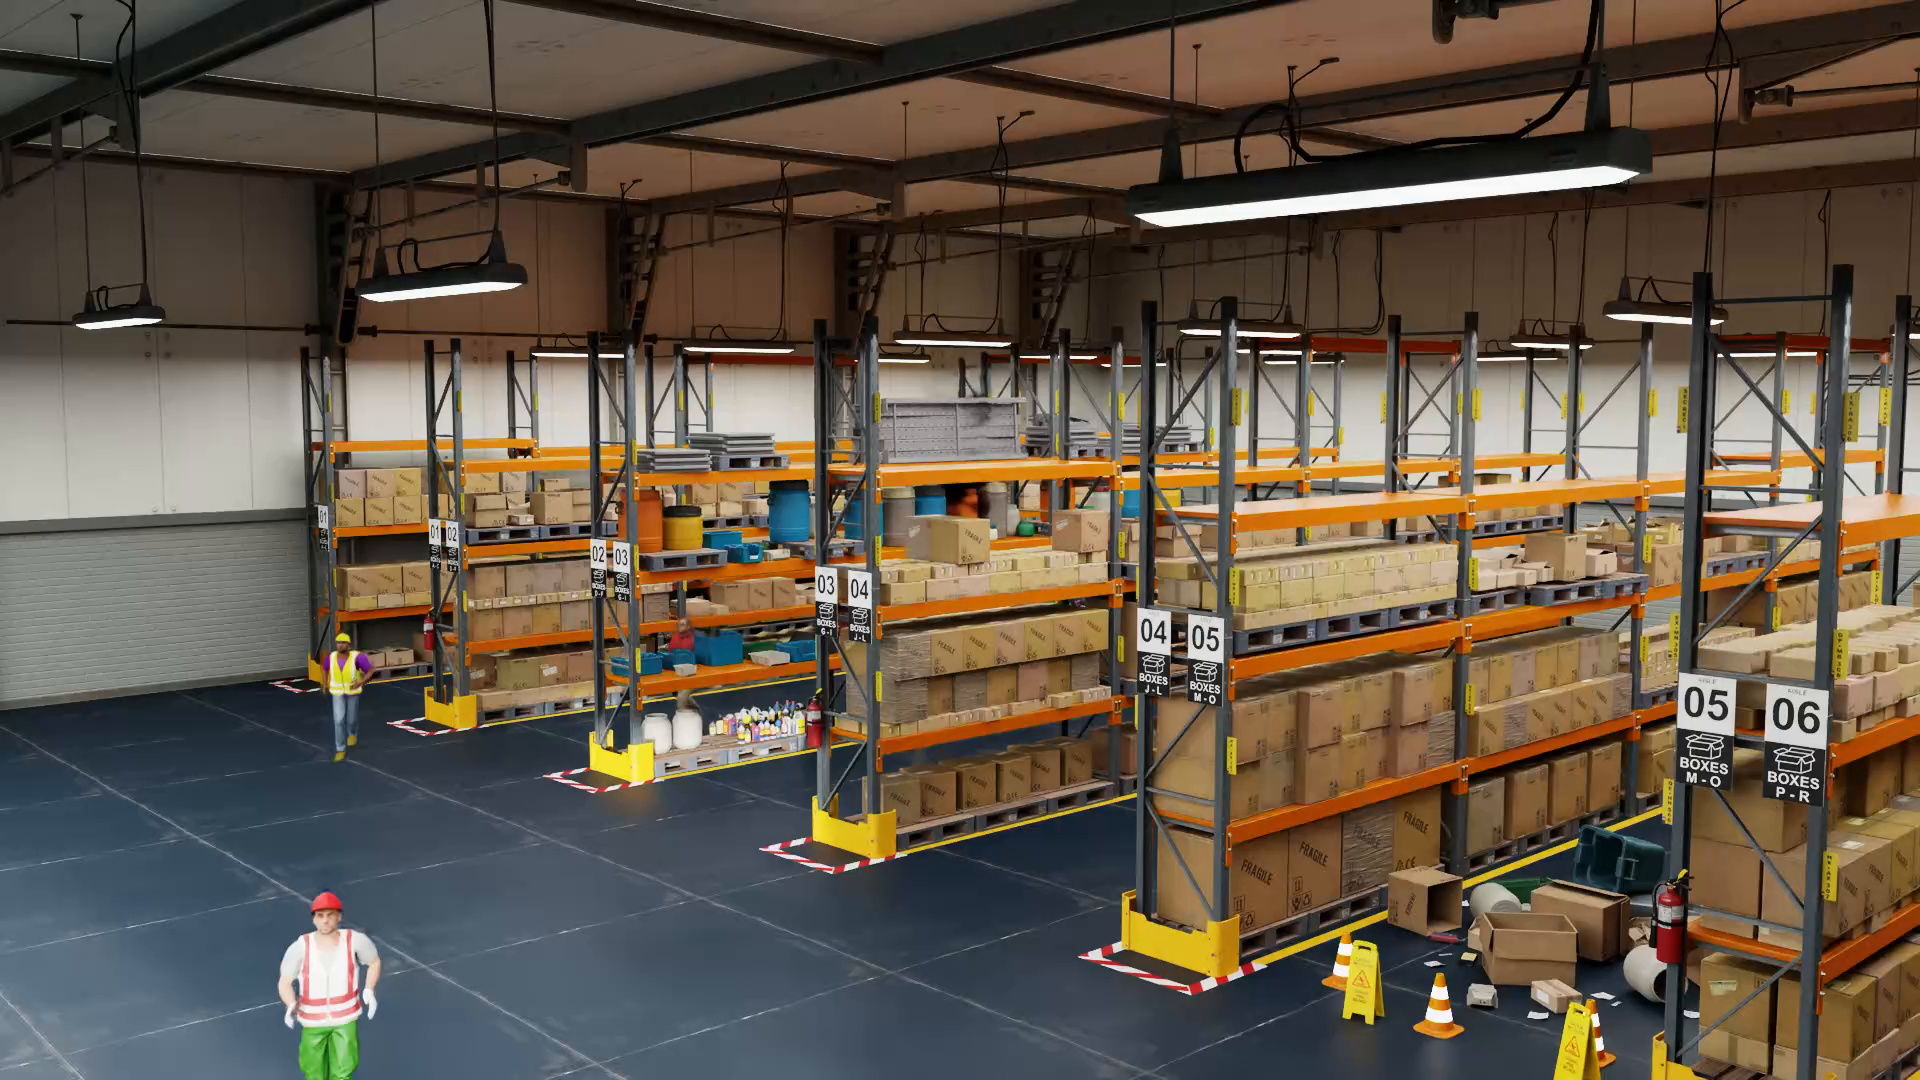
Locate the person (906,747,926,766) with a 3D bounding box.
[{"bbox_3d":[-0.614,2.367,22.231,0.608,1.655,0.541,4,6,35],"label":"person"}]

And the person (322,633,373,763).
[{"bbox_3d":[-8.725,2.199,23.698,0.715,1.780,0.877,-1,5,-11],"label":"person"}]

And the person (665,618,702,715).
[{"bbox_3d":[-4.204,2.044,25.352,0.664,1.726,0.924,3,6,31],"label":"person"}]

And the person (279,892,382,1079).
[{"bbox_3d":[-4.322,3.285,11.440,0.666,1.759,0.831,-2,5,-19],"label":"person"}]
